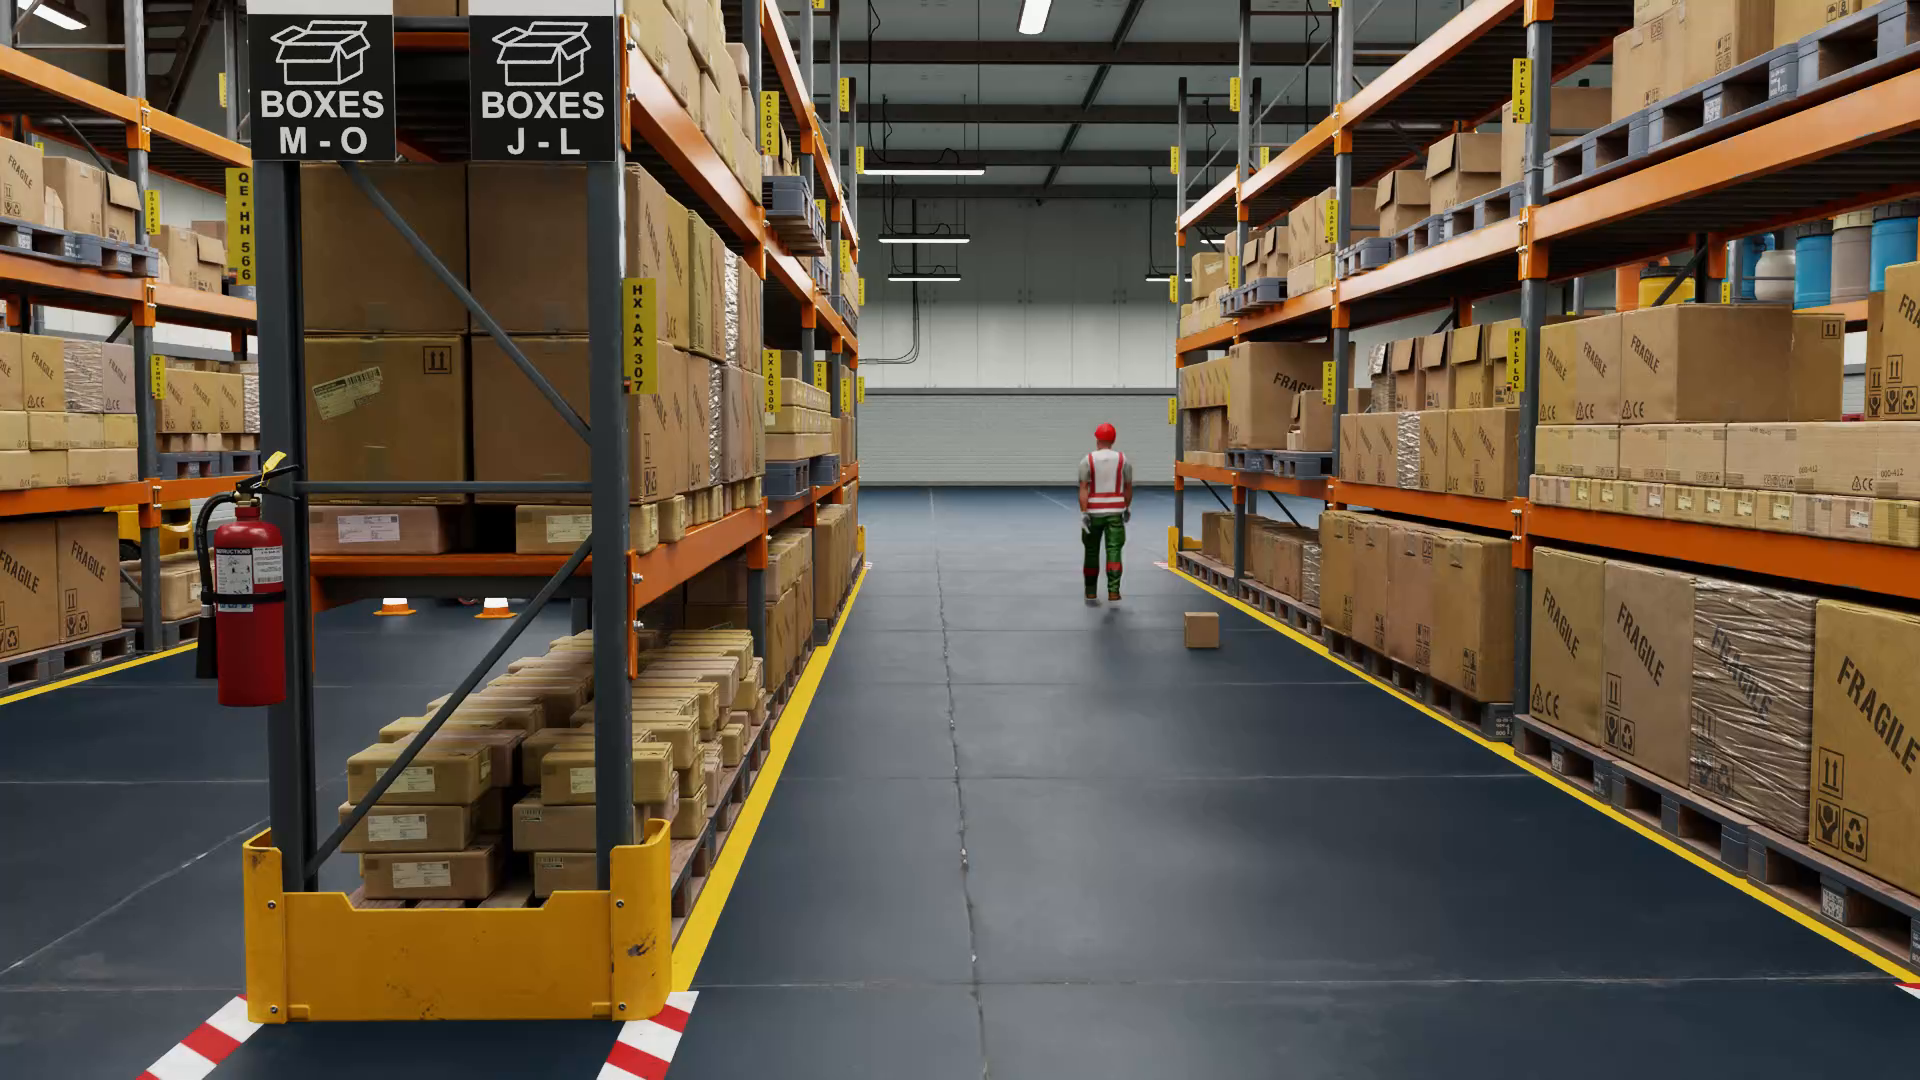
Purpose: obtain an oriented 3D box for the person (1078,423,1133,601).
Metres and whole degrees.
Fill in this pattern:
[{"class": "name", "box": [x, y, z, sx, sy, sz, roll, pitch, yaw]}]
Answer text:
[{"class": "person", "box": [1.410, -0.270, 16.176, 0.534, 1.742, 1.027, 0, 4, 2]}]
